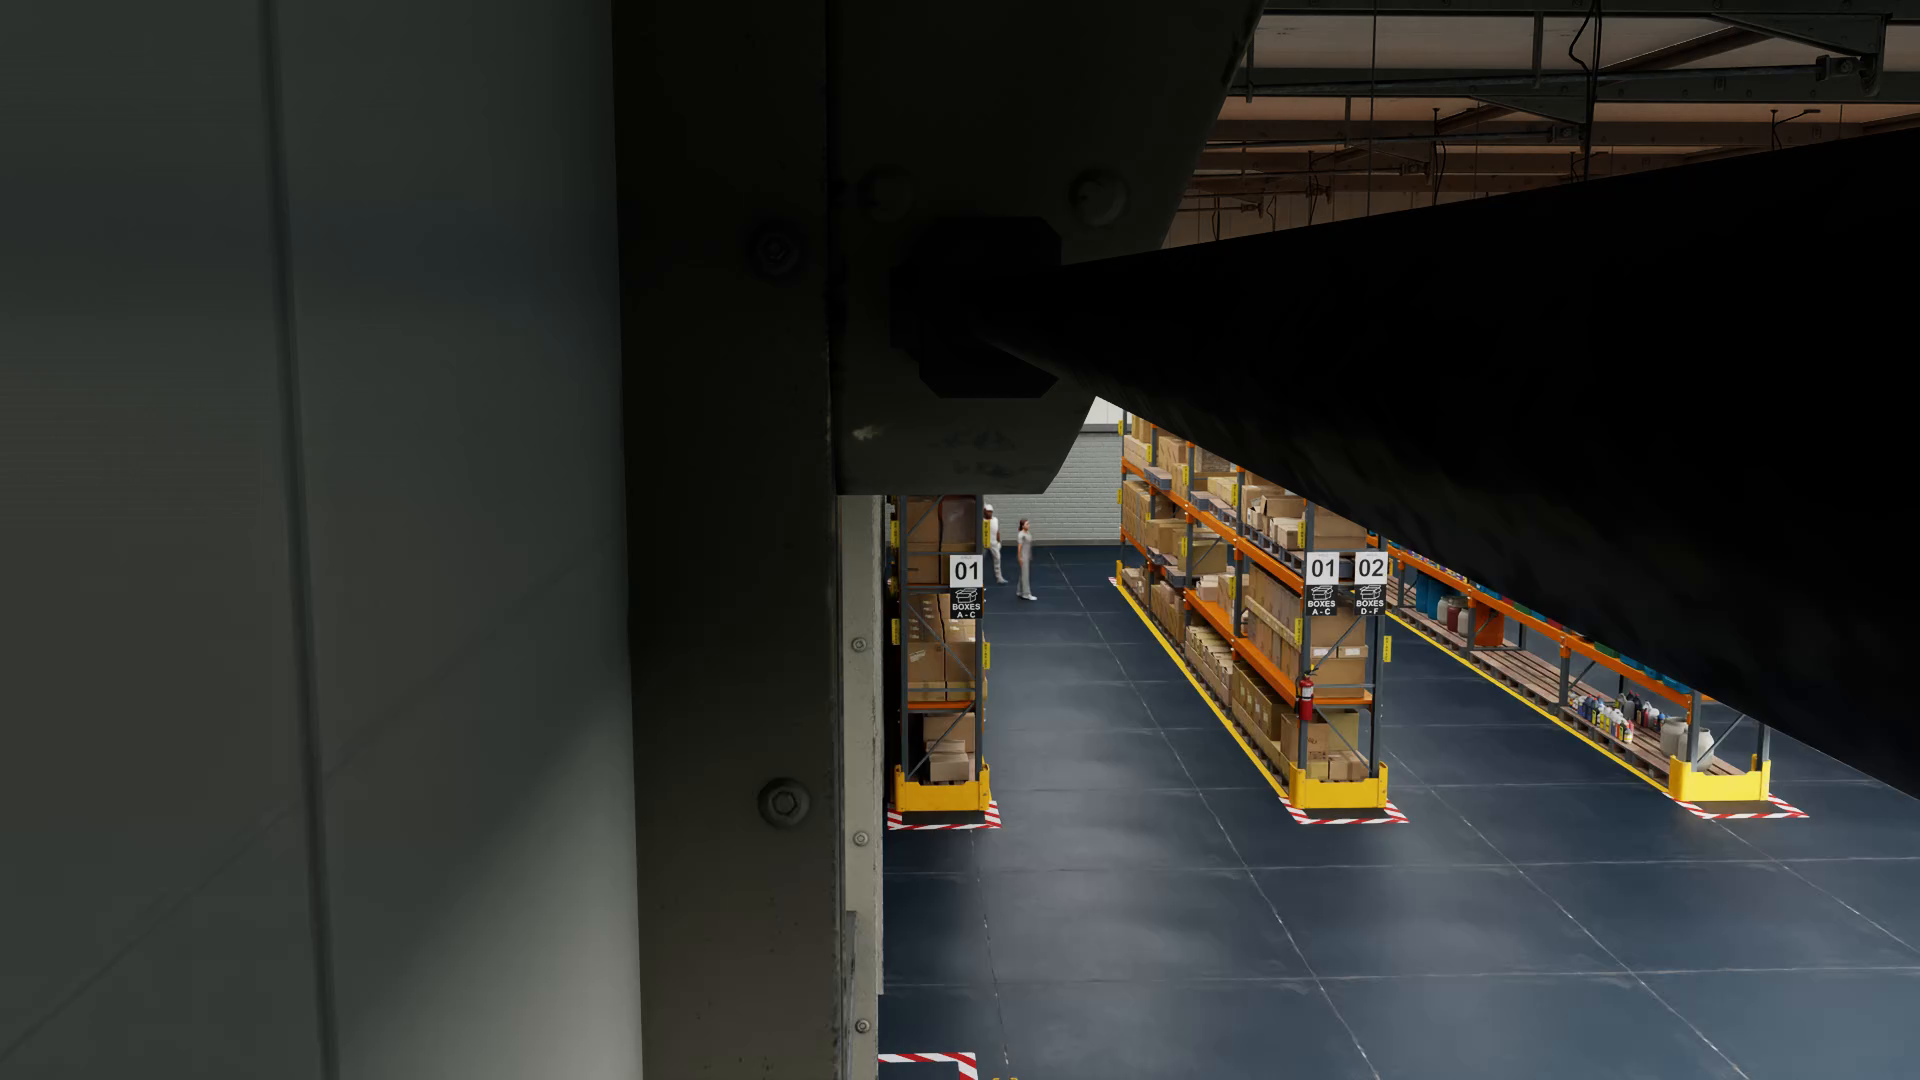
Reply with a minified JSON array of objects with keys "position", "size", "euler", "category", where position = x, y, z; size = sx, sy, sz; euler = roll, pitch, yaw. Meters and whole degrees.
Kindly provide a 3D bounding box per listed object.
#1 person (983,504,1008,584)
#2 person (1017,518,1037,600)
[{"position":[0.652,0.075,36.537],"size":[0.670,1.717,1.043],"euler":[-4,9,-26],"category":"person"},{"position":[1.425,0.383,34.820],"size":[0.535,1.686,0.486],"euler":[4,9,27],"category":"person"}]
